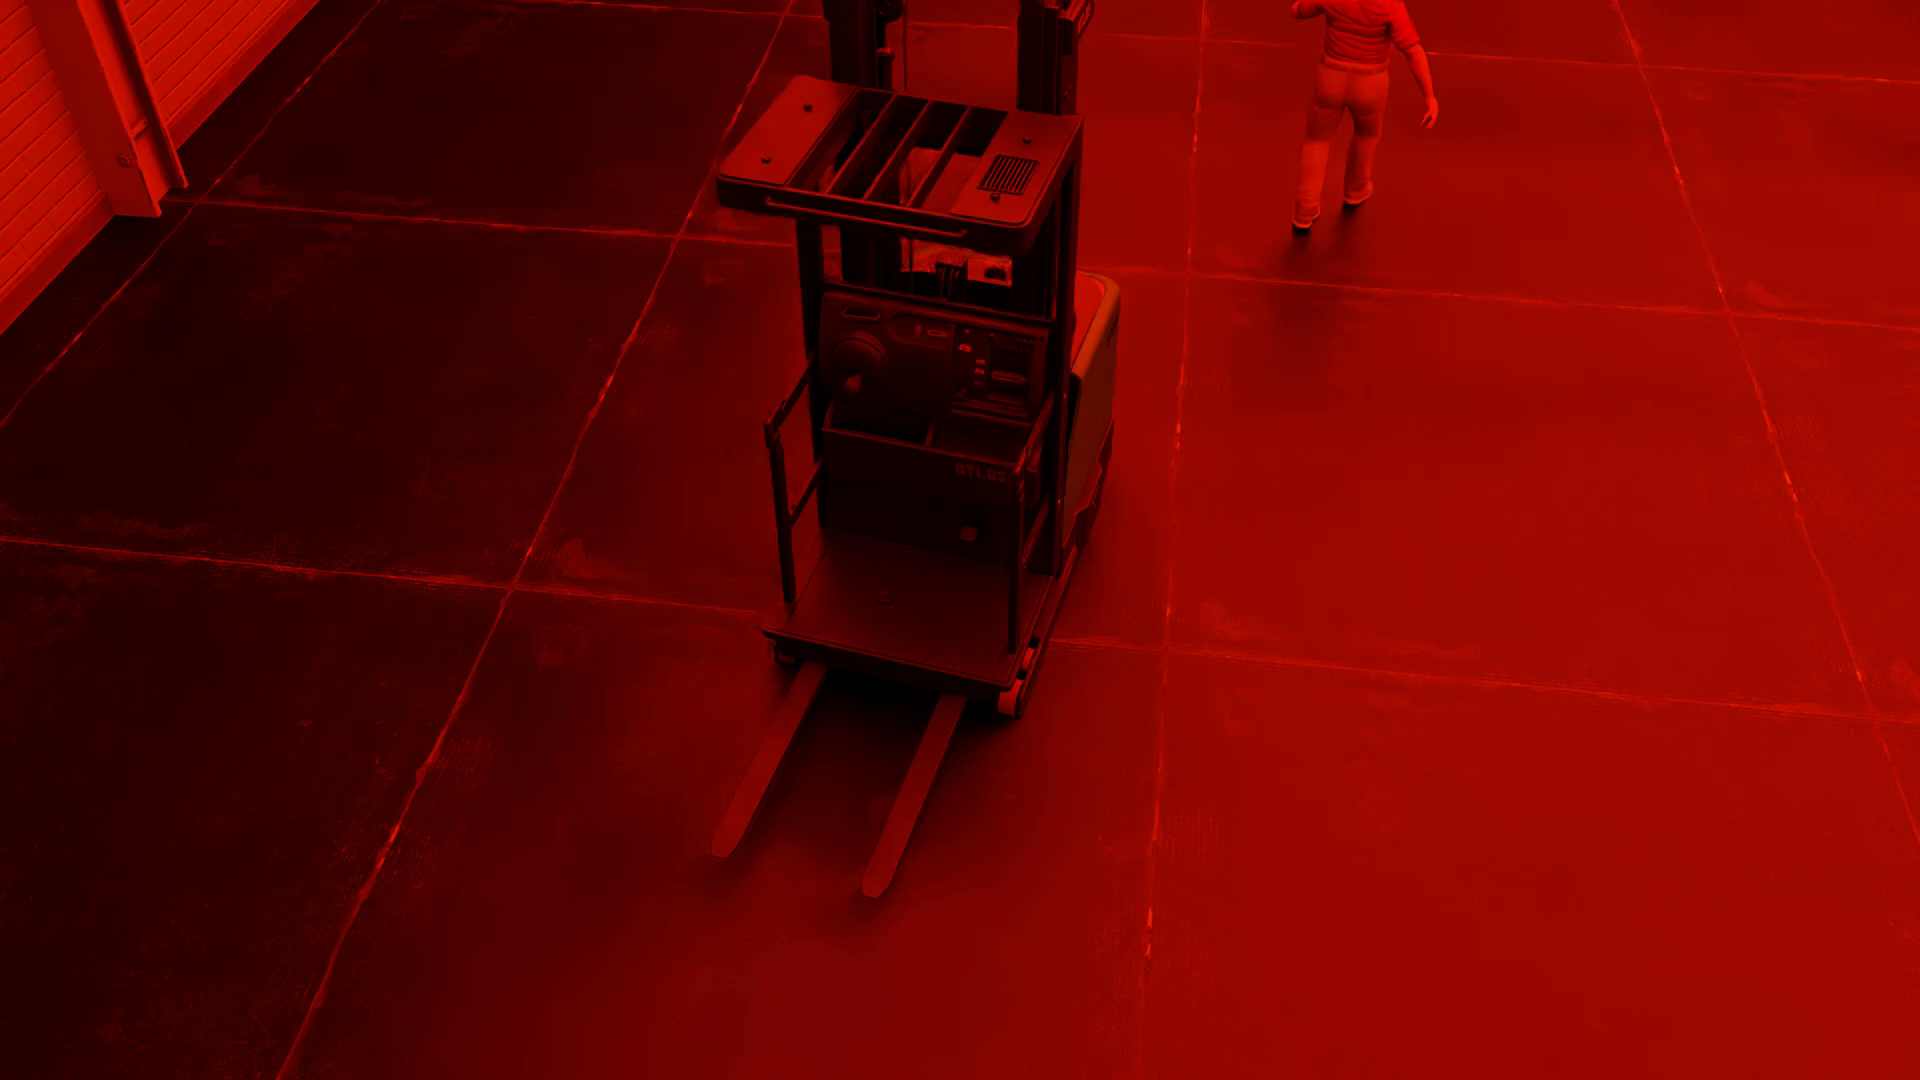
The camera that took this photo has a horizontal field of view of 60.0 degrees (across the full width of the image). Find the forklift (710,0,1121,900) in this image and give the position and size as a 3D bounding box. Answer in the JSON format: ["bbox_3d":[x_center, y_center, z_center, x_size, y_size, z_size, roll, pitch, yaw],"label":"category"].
[{"bbox_3d":[-0.174,-0.637,6.418,1.130,2.935,3.031,12,44,13],"label":"forklift"}]

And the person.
[{"bbox_3d":[2.288,-2.635,9.520,0.981,1.709,0.752,16,45,17],"label":"person"}]
